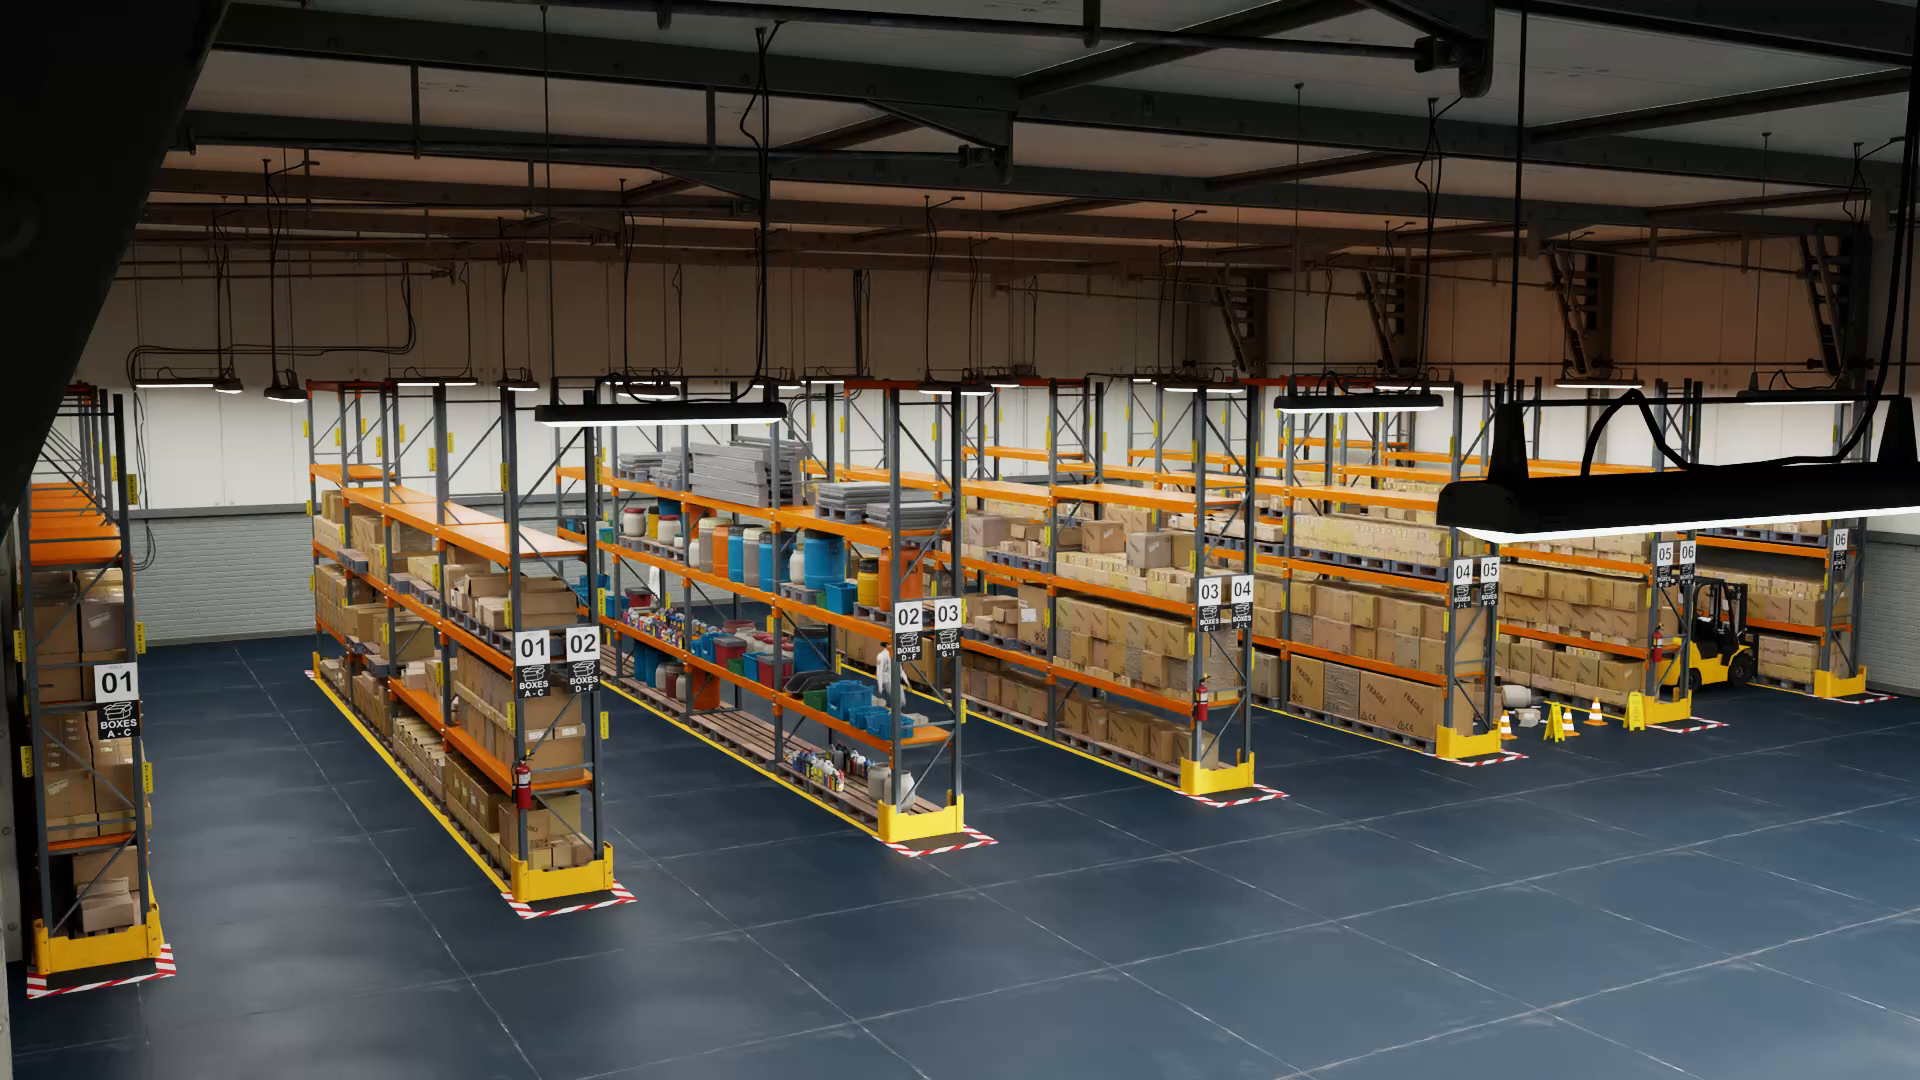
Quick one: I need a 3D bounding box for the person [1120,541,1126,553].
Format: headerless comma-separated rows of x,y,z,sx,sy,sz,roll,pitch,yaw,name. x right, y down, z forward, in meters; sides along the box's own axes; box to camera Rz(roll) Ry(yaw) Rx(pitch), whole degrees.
4.580,0.514,47.324,0.603,1.603,0.521,5,8,41,person

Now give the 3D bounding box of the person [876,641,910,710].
-1.049,2.433,27.921,0.689,1.666,0.507,4,8,36,person

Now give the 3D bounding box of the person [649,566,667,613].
-7.305,1.213,39.908,0.983,1.743,0.570,1,6,11,person

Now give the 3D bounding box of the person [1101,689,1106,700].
2.586,2.180,30.318,0.499,1.534,0.521,-2,6,-14,person
